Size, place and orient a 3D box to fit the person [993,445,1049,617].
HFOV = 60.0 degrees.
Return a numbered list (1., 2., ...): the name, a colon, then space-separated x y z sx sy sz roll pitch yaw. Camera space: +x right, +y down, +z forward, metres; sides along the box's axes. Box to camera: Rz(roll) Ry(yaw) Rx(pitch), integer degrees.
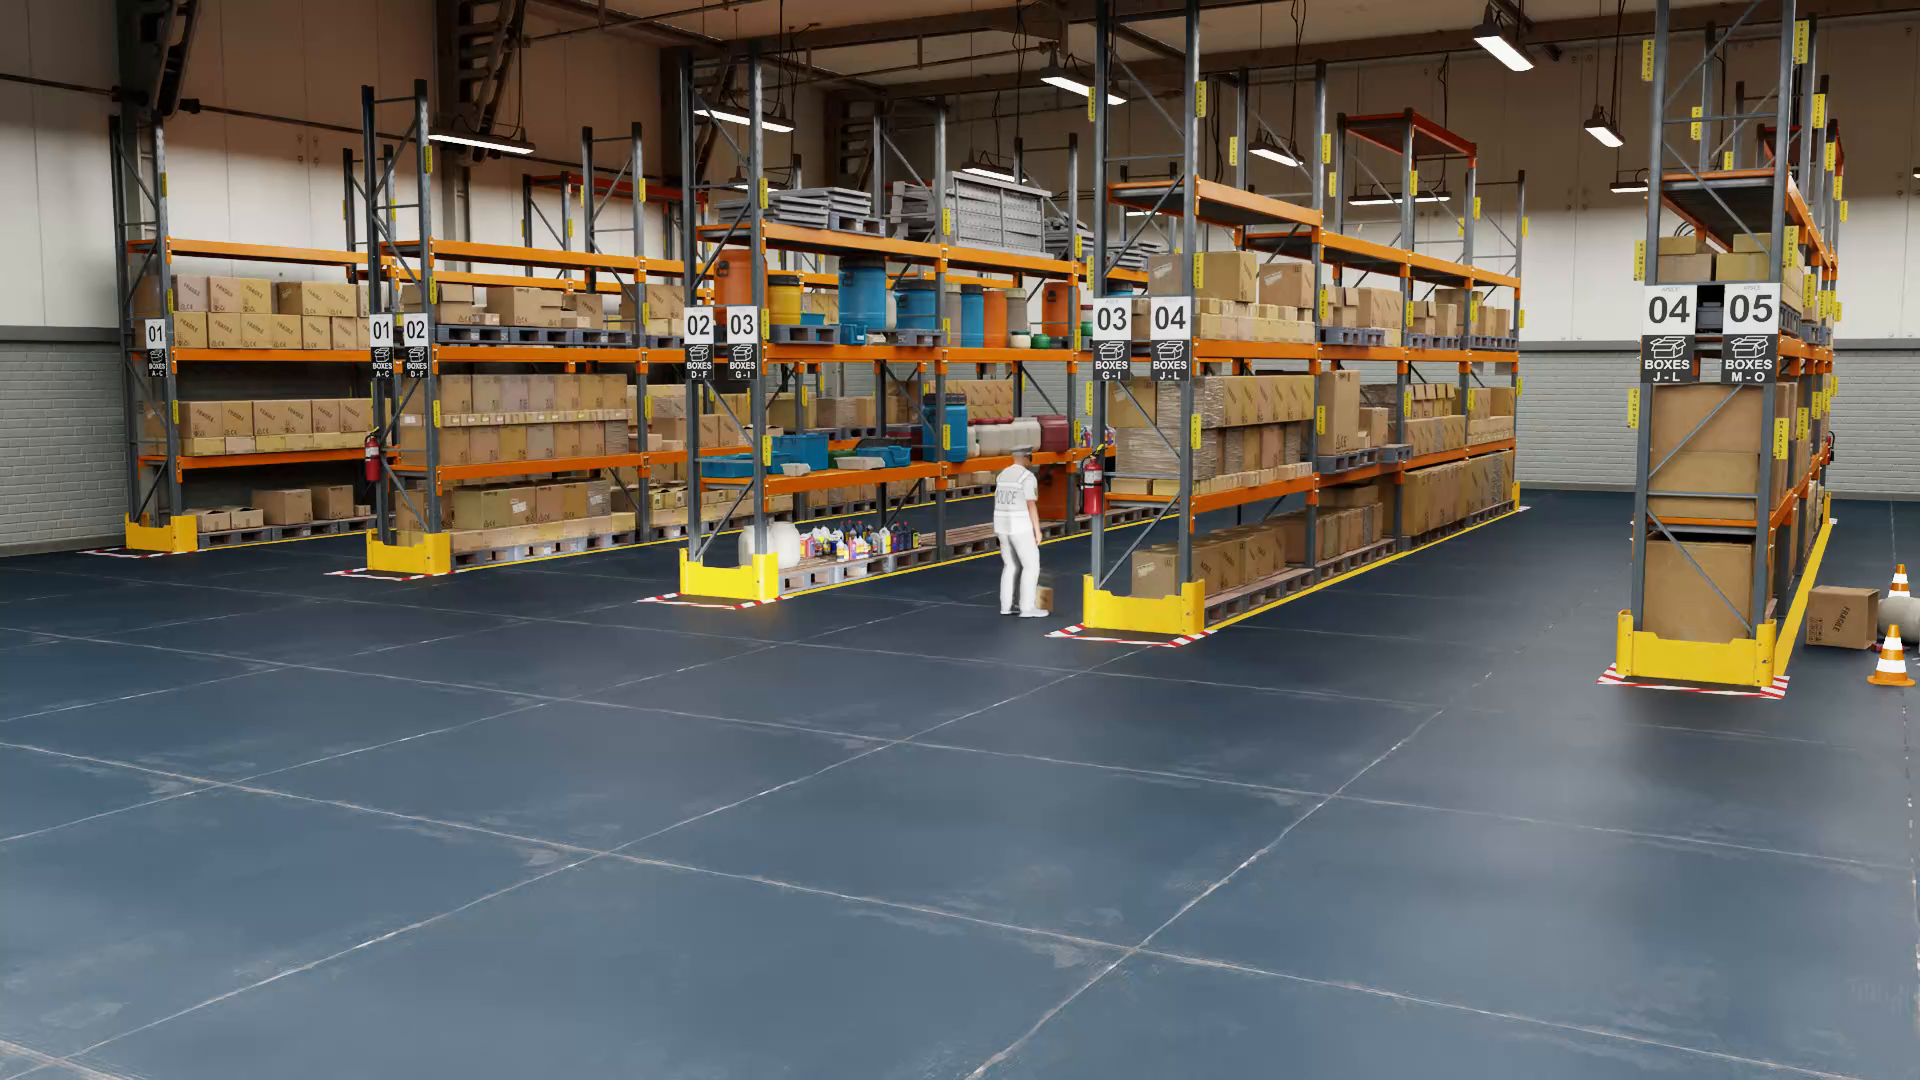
1. person: 0.587 -0.097 17.042 0.436 1.746 0.590 -5 8 -43
